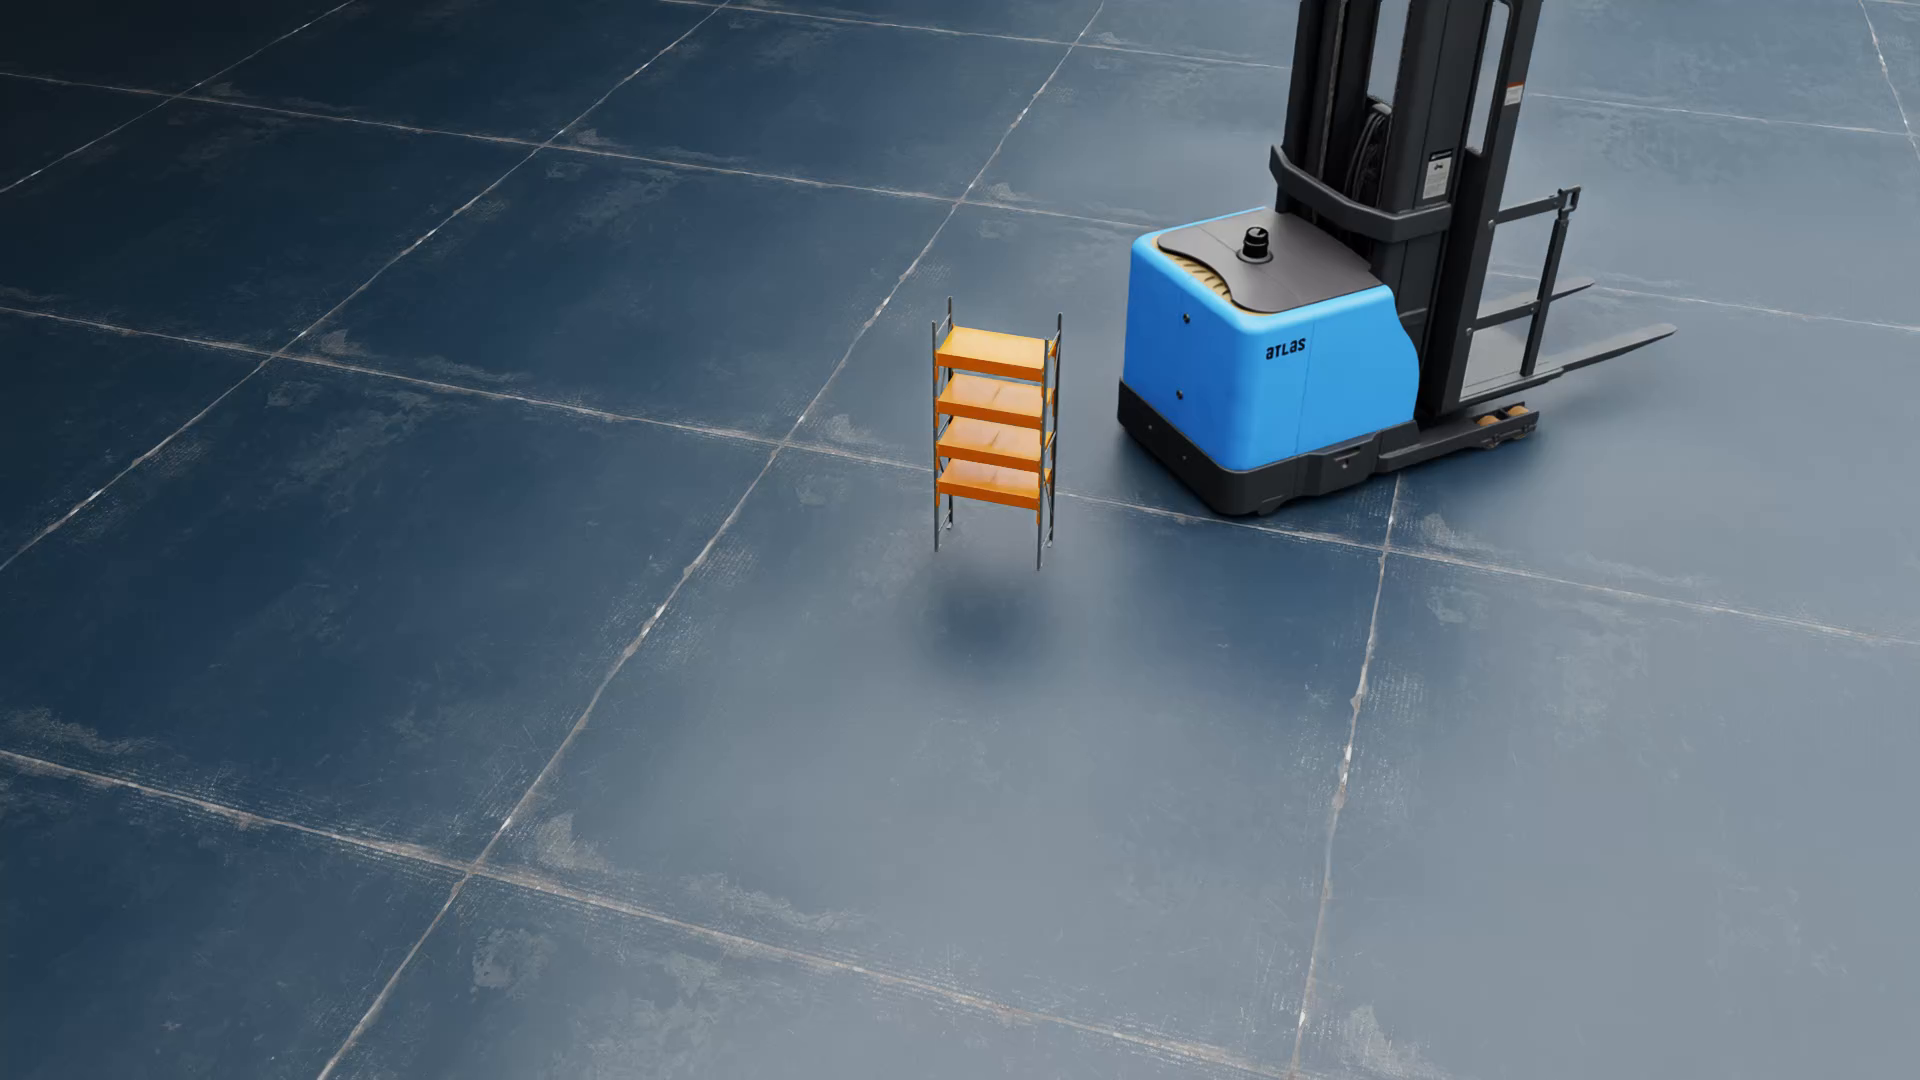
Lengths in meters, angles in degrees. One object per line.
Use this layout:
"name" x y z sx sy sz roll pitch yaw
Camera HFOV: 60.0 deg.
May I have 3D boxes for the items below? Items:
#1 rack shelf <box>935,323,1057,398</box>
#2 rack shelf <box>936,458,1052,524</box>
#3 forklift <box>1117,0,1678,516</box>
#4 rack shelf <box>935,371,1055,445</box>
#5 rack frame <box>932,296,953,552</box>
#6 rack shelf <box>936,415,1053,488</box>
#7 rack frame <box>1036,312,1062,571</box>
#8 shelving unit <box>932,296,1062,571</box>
"rack shelf" 0.158 -0.770 7.122 0.480 0.148 0.258 10 38 14
"rack shelf" 0.158 -0.240 7.512 0.480 0.148 0.258 10 38 14
"forklift" 2.352 -1.901 7.860 3.031 2.935 1.130 -17 40 -21
"rack shelf" 0.158 -0.580 7.262 0.480 0.148 0.258 10 38 14
"rack frame" -0.075 -0.497 7.413 0.015 1.200 0.240 10 38 14
"rack shelf" 0.158 -0.400 7.394 0.480 0.148 0.258 10 38 14
"rack frame" 0.391 -0.411 7.296 0.015 1.200 0.240 10 38 14
"shelving unit" 0.158 -0.454 7.355 0.503 1.200 0.258 10 38 14
